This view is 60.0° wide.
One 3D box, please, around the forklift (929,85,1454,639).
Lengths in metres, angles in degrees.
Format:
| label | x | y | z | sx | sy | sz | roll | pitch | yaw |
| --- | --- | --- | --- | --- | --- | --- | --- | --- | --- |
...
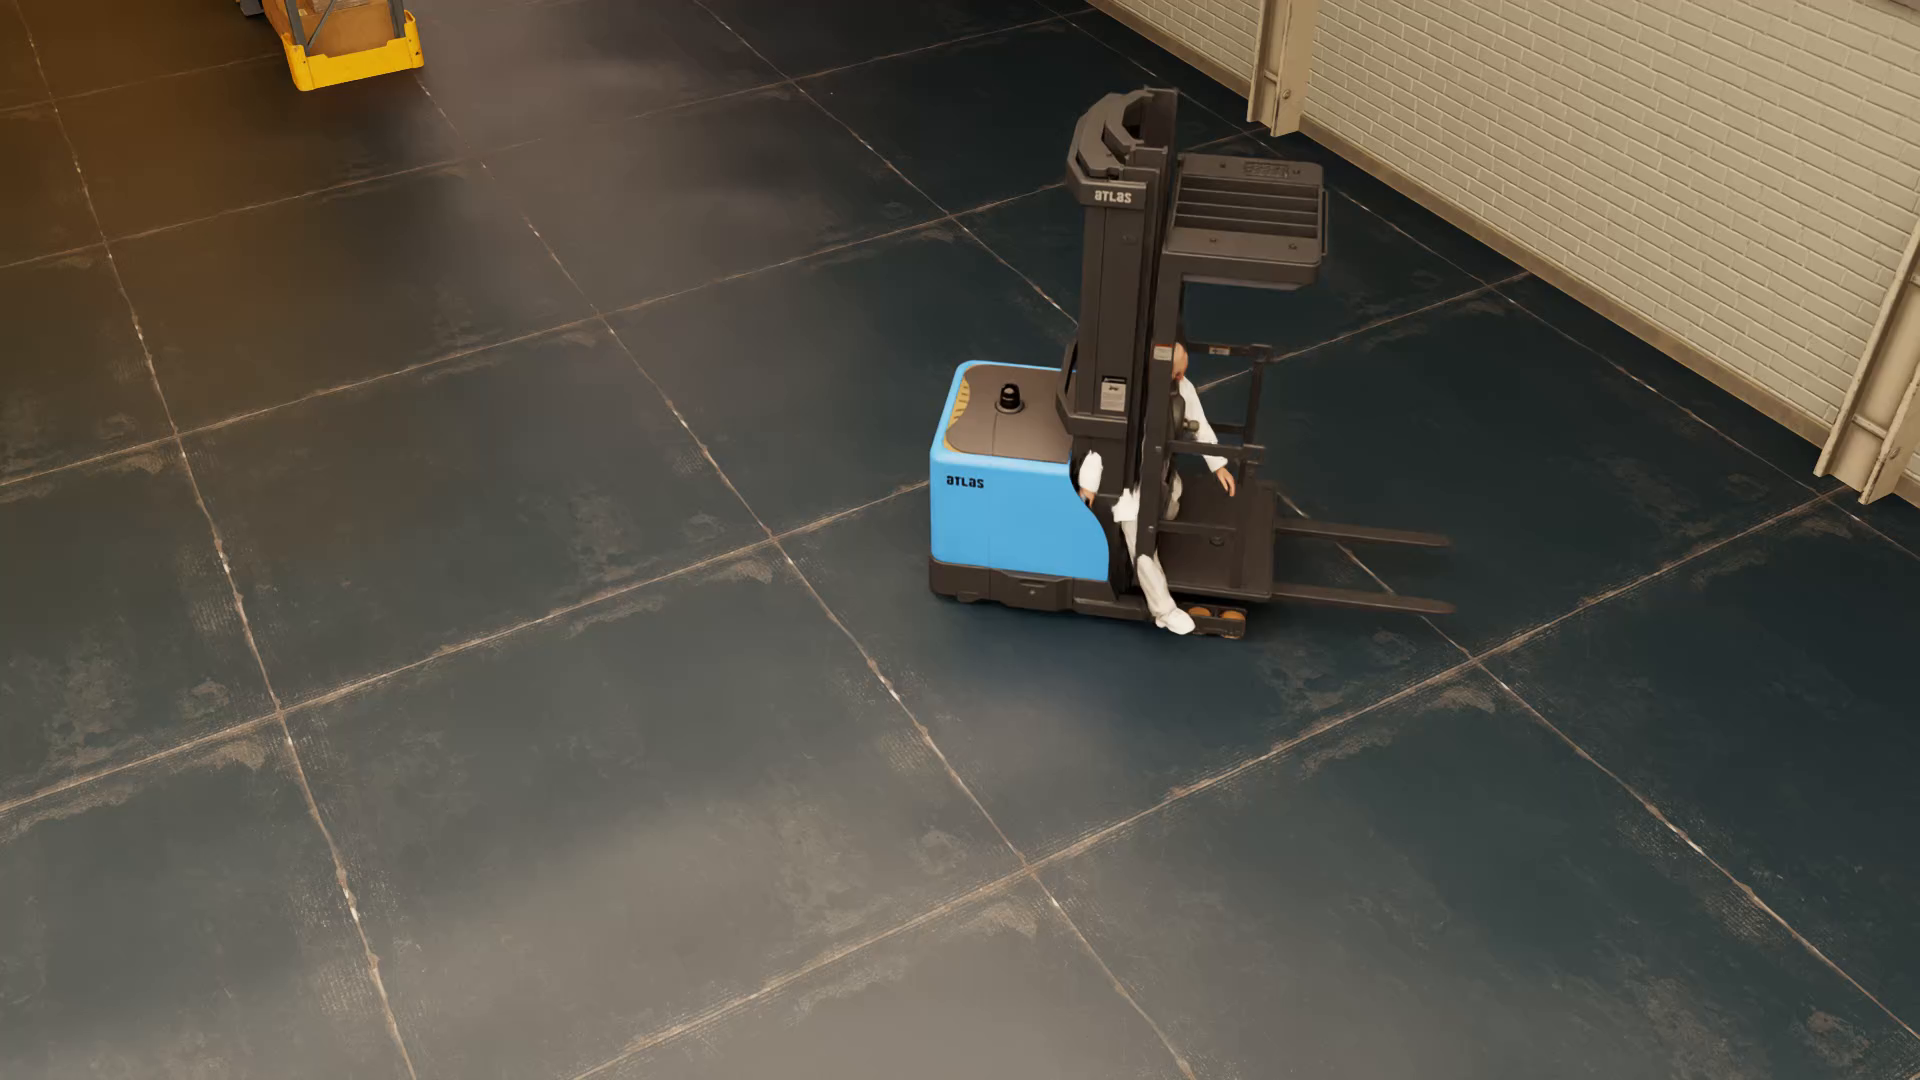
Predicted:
| label | x | y | z | sx | sy | sz | roll | pitch | yaw |
| --- | --- | --- | --- | --- | --- | --- | --- | --- | --- |
| forklift | 1.383 | -0.923 | 9.149 | 3.031 | 2.935 | 1.130 | 6 | 40 | 8 |

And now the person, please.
| label | x | y | z | sx | sy | sz | roll | pitch | yaw |
| --- | --- | --- | --- | --- | --- | --- | --- | --- | --- |
| person | 1.115 | -0.318 | 9.310 | 0.855 | 1.689 | 1.074 | -25 | 46 | -27 |
